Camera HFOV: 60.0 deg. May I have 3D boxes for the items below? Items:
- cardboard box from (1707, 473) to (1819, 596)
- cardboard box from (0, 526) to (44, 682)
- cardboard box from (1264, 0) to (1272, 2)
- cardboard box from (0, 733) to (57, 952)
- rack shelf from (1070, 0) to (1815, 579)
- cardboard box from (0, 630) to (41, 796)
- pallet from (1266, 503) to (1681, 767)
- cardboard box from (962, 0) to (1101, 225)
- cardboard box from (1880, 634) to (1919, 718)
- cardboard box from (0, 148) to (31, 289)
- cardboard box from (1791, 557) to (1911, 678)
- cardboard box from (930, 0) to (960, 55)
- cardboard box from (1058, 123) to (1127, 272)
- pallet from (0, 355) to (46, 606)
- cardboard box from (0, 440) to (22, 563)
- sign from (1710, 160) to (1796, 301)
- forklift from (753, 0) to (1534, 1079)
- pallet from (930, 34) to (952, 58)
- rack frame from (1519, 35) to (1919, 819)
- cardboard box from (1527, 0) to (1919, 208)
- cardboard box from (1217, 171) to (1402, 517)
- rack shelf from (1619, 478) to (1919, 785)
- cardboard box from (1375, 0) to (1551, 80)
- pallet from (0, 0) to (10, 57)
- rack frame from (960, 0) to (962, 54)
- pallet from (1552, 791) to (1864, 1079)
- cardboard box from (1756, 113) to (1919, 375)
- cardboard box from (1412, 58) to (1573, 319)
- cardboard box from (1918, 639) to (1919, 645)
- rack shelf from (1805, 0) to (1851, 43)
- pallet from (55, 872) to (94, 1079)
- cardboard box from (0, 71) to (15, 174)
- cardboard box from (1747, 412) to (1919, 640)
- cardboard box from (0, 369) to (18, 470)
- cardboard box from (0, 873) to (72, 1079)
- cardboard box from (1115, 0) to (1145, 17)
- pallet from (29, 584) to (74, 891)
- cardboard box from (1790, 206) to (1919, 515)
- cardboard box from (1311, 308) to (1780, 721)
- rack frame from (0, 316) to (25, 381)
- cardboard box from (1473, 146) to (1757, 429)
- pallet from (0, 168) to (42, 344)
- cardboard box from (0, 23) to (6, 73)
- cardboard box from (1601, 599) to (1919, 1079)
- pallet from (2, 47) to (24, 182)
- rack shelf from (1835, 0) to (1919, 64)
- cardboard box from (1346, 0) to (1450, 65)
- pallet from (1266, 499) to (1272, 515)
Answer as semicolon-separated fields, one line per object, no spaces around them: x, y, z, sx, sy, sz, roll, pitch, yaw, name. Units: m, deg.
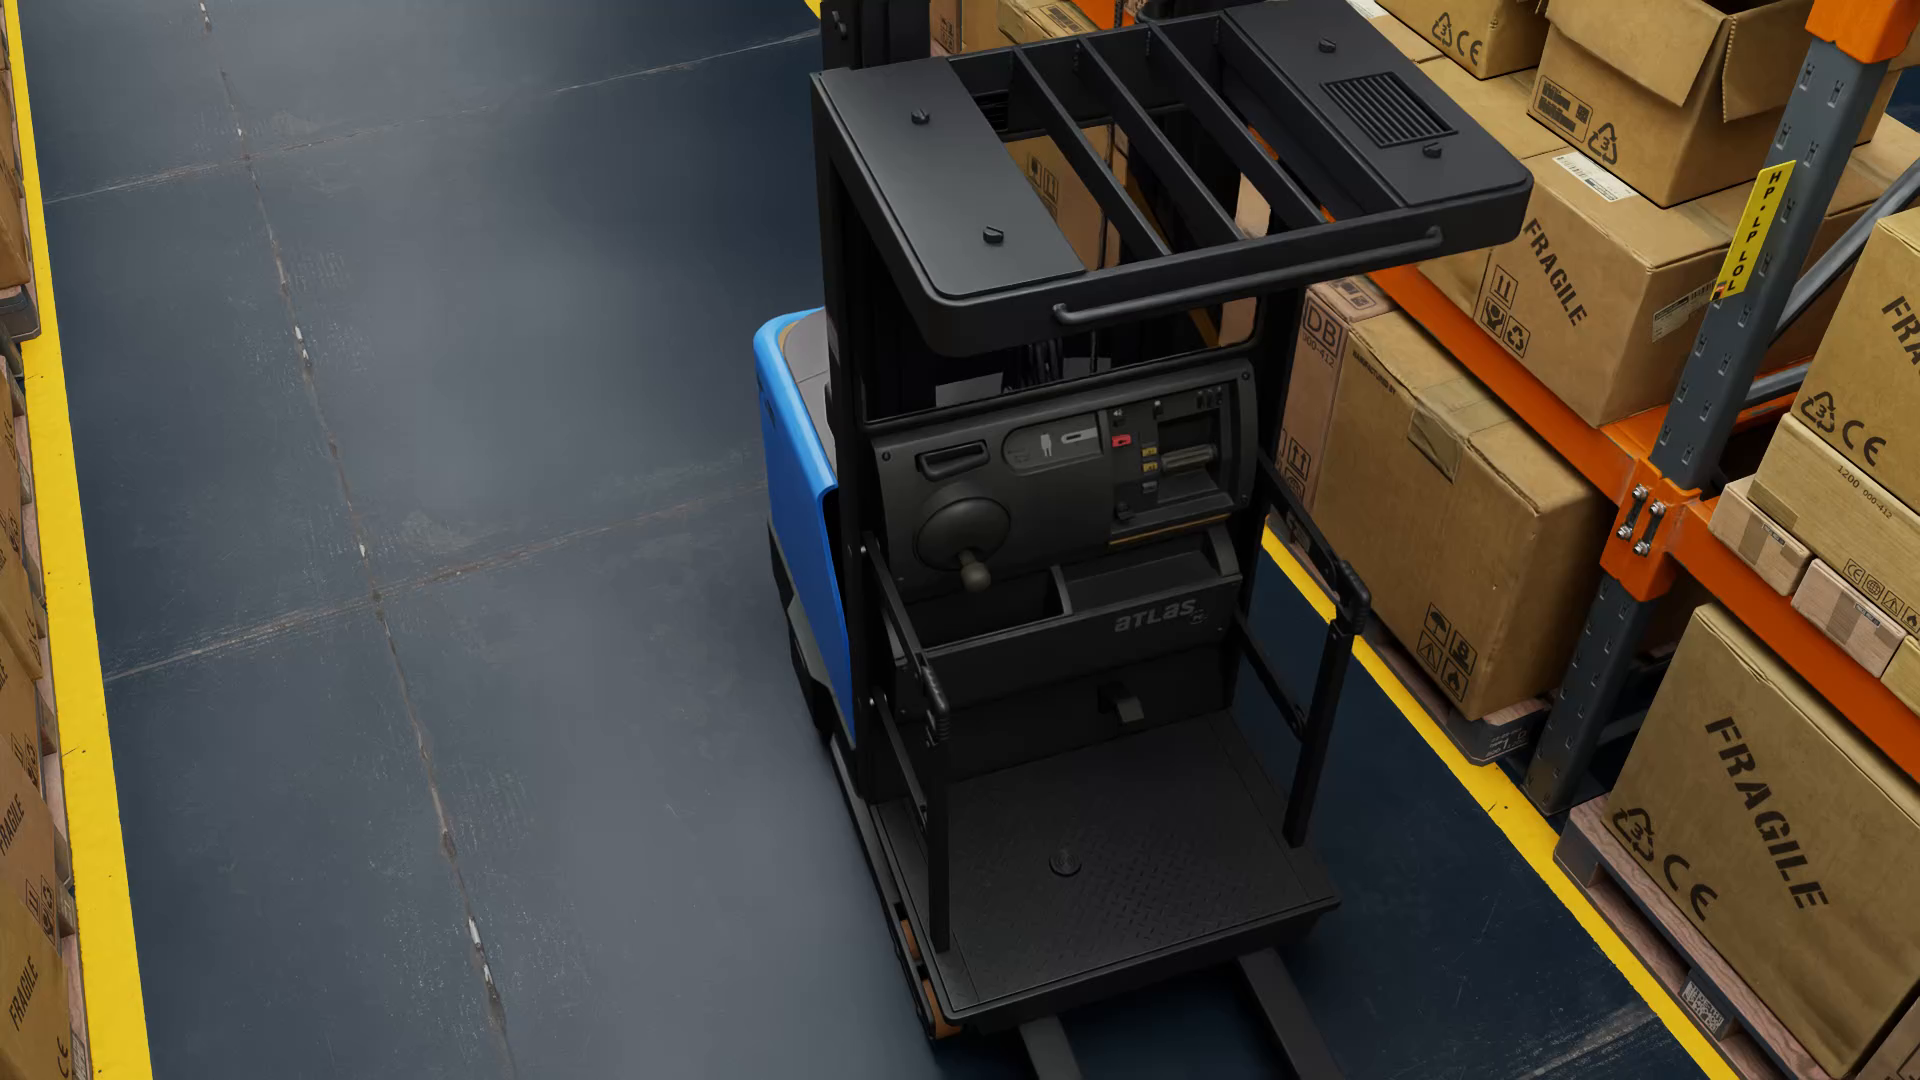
1.981;-0.054;3.848;0.380;0.149;0.250;-18;47;-17;cardboard box
-3.100;0.168;4.925;0.500;0.500;0.500;-20;48;-19;cardboard box
1.080;-1.652;5.218;0.500;0.500;0.500;-18;47;-17;cardboard box
-2.678;0.825;4.259;0.500;0.500;0.500;-16;47;-16;cardboard box
1.318;-1.449;5.595;1.077;0.370;4.000;-18;47;-17;rack shelf
-2.911;0.495;4.594;0.500;0.500;0.500;-17;47;-17;cardboard box
1.766;0.093;5.506;1.003;0.211;1.213;-18;47;-17;pallet
0.748;-1.927;6.781;1.225;0.875;0.875;-20;48;-19;cardboard box
2.203;0.281;3.508;0.380;0.149;0.250;-17;47;-16;cardboard box
-4.240;-1.342;6.277;1.050;0.750;0.750;-19;48;-18;cardboard box
2.092;0.113;3.678;0.380;0.149;0.250;-20;48;-19;cardboard box
0.177;-2.667;7.784;0.700;0.500;0.500;-20;48;-19;cardboard box
1.116;-1.356;6.203;1.225;0.875;0.875;-18;47;-17;cardboard box
-3.739;-0.088;5.689;1.003;0.211;1.213;-18;47;-17;pallet
-3.337;-0.164;5.262;0.500;0.500;0.500;-16;47;-16;cardboard box
1.670;-0.648;3.503;0.100;0.325;0.005;-18;47;-17;sign
0.331;-0.054;3.718;1.130;2.935;3.031;-13;46;-13;forklift
0.149;-2.485;8.118;1.003;0.211;1.213;-18;47;-17;pallet
2.159;-0.430;4.050;1.000;3.000;0.127;-18;47;-17;rack frame
1.882;-1.228;4.073;0.797;0.503;0.637;-19;48;-18;cardboard box
1.495;-0.795;5.633;1.225;0.875;0.875;-20;48;-19;cardboard box
2.999;1.100;3.011;1.077;0.370;4.000;-18;47;-17;rack shelf
1.604;-1.668;4.520;0.797;0.503;0.637;-18;47;-17;cardboard box
-5.355;-2.666;8.301;1.003;0.211;1.213;-18;47;-17;pallet
0.477;-2.979;6.634;1.000;3.000;0.127;-18;47;-17;rack frame
2.407;1.070;4.515;1.003;0.211;1.213;-18;47;-17;pallet
2.192;-0.833;4.387;0.500;0.500;0.500;-18;47;-17;cardboard box
1.512;-1.001;4.557;0.500;0.500;0.500;-17;47;-16;cardboard box
2.323;0.212;3.294;0.500;0.250;0.500;-18;47;-18;cardboard box
1.318;-2.516;4.541;1.077;0.370;4.000;-18;47;-17;rack shelf
-2.713;1.467;4.113;1.003;0.211;1.213;-18;47;-17;pallet
-4.611;-1.898;6.841;1.050;0.750;0.750;-17;47;-17;cardboard box
2.118;-0.106;3.617;0.500;0.250;0.500;-19;48;-18;cardboard box
-3.552;-0.496;5.598;0.500;0.500;0.500;-18;47;-18;cardboard box
-2.454;1.161;3.918;0.500;0.500;0.500;-16;47;-16;cardboard box
0.872;-1.971;5.541;0.500;0.500;0.500;-19;48;-18;cardboard box
-3.230;0.688;4.902;1.003;0.211;1.213;-18;47;-17;pallet
2.128;-0.369;3.349;0.500;0.500;0.500;-18;47;-17;cardboard box
1.871;-0.225;5.056;1.225;0.875;0.875;-18;47;-17;cardboard box
-4.066;-1.579;5.214;1.000;3.000;0.127;-18;47;-17;rack frame
1.714;-0.683;4.236;0.500;0.500;0.500;-18;47;-17;cardboard box
-4.329;-1.111;6.726;1.003;0.211;1.213;-18;47;-17;pallet
-5.003;-2.492;7.442;1.050;0.750;0.750;-18;47;-17;cardboard box
2.363;0.621;4.199;0.875;0.875;0.875;-18;47;-17;cardboard box
-4.838;-1.887;7.512;1.003;0.211;1.213;-18;47;-17;pallet
2.999;0.033;1.958;1.077;0.370;4.000;-18;47;-17;rack shelf
1.286;-1.331;4.893;0.500;0.500;0.500;-19;48;-18;cardboard box
1.249;-0.686;6.295;1.003;0.211;1.213;-18;47;-17;pallet
